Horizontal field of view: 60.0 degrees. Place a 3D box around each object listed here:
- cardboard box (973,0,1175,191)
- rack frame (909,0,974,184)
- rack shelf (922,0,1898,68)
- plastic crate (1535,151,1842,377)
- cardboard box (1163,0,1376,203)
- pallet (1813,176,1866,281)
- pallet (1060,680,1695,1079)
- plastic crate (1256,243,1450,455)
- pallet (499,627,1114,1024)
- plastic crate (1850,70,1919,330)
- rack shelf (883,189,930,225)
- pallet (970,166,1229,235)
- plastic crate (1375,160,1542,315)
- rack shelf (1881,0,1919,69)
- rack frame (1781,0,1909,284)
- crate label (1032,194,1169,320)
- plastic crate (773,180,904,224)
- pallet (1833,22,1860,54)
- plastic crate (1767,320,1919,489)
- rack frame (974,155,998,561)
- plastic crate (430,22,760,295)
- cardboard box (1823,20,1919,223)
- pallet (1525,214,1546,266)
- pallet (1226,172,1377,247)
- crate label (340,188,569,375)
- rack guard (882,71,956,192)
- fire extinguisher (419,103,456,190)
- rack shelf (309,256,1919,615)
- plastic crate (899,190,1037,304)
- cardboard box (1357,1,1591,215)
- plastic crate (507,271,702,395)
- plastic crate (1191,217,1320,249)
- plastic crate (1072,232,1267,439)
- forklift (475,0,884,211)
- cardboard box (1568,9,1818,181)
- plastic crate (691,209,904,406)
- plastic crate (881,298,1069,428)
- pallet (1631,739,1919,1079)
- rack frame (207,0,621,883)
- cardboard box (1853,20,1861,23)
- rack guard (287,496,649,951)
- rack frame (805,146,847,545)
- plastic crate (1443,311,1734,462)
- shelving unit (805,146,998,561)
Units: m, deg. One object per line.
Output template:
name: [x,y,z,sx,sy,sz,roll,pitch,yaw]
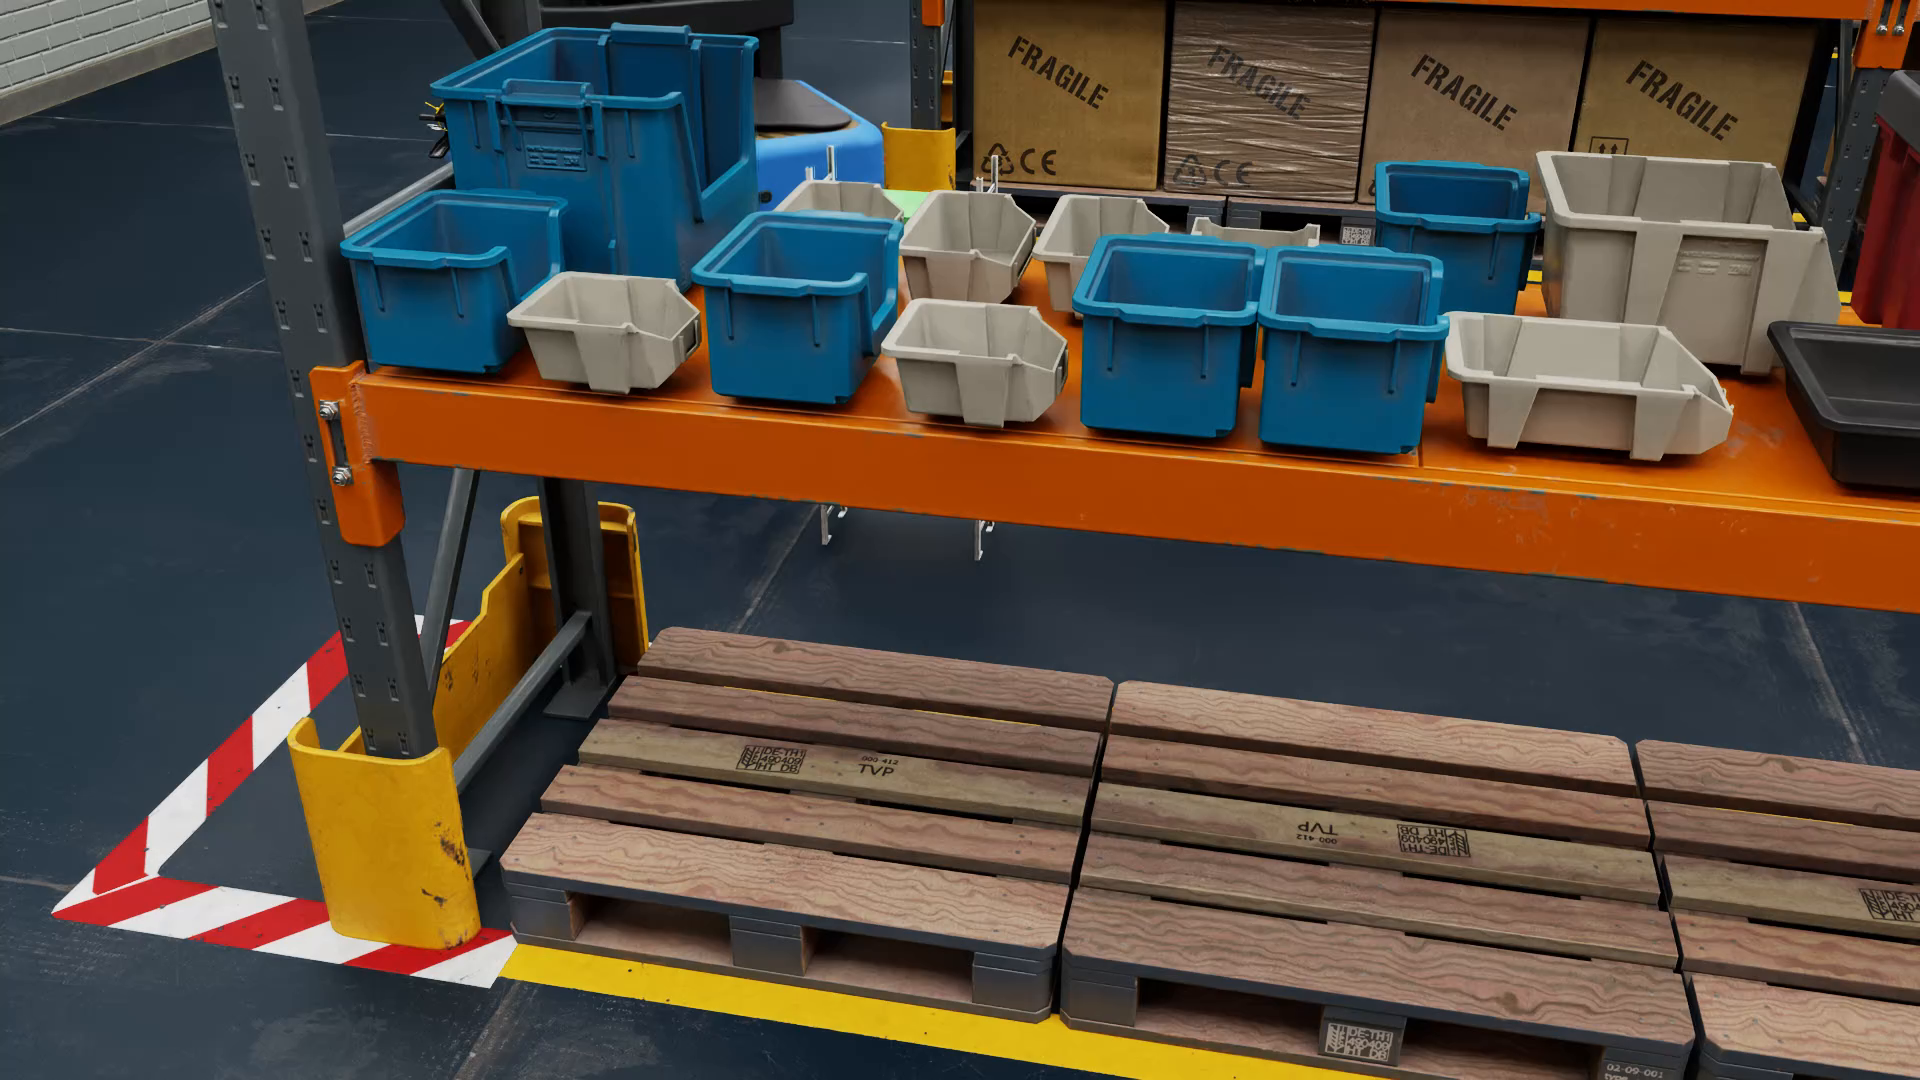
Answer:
cardboard box: [0.579,-2.263,8.035,0.875,0.875,0.875,6,29,11]
rack frame: [-0.063,-3.038,7.675,0.127,3.000,1.000,6,29,11]
rack shelf: [1.892,-2.521,7.481,4.000,0.370,1.077,6,29,11]
plastic crate: [1.359,-0.524,3.145,0.530,0.282,0.437,6,29,11]
cardboard box: [1.469,-2.172,7.869,0.875,0.875,0.875,6,29,11]
pallet: [4.619,-1.371,7.535,1.213,0.211,1.003,6,29,11]
pallet: [0.890,0.736,3.686,1.213,0.211,1.003,6,29,11]
plastic crate: [0.656,-0.323,2.828,0.300,0.233,0.416,6,29,11]
pallet: [-0.299,0.613,3.911,1.213,0.211,1.003,6,29,11]
plastic crate: [1.993,-0.572,3.042,0.583,0.464,0.402,6,29,11]
rack shelf: [-0.162,-0.908,4.792,0.480,0.148,0.258,6,29,11]
pallet: [0.735,-1.771,8.265,1.213,0.211,1.003,6,29,11]
plastic crate: [0.964,-0.579,3.296,0.300,0.233,0.416,6,29,11]
rack shelf: [5.804,-2.120,6.748,4.000,0.370,1.077,6,29,11]
rack frame: [3.848,-2.636,6.942,0.127,3.000,1.000,6,29,11]
crate label: [0.295,-0.573,3.385,0.243,0.136,0.396,6,29,11]
plastic crate: [-0.262,-0.625,3.481,0.243,0.136,0.396,6,29,11]
pallet: [5.745,-3.655,11.707,1.213,0.211,1.003,6,29,11]
plastic crate: [1.663,-0.202,2.720,0.590,0.125,0.437,6,29,11]
rack frame: [0.077,-0.518,4.948,0.015,1.200,0.240,6,29,11]
plastic crate: [-0.731,-0.807,3.502,0.499,0.435,0.616,6,29,11]
cardboard box: [4.478,-1.834,7.251,0.875,0.875,1.225,6,29,11]
pallet: [3.121,-1.526,7.818,1.213,0.211,1.003,6,29,11]
pallet: [1.924,-1.648,8.040,1.213,0.211,1.003,6,29,11]
crate label: [-0.925,-0.485,3.124,0.303,0.233,0.416,6,29,11]
rack guard: [-0.087,-1.944,8.279,0.348,0.500,1.175,6,29,11]
fire extinguisher: [-1.150,-0.743,3.952,0.183,0.674,0.296,6,29,11]
rack shelf: [0.858,-0.195,3.232,4.000,0.370,1.077,6,29,11]
plastic crate: [0.018,-0.590,3.415,0.243,0.136,0.396,6,29,11]
cardboard box: [2.339,-2.083,7.706,0.875,0.875,0.875,6,29,11]
plastic crate: [-0.629,-0.372,3.018,0.298,0.136,0.250,6,29,11]
plastic crate: [0.589,-0.552,3.347,0.250,0.136,0.298,6,29,11]
plastic crate: [0.363,-0.353,2.883,0.300,0.233,0.416,6,29,11]
forklift: [-1.323,-2.250,6.307,1.130,2.935,3.031,-13,31,-22]
cardboard box: [3.220,-1.992,7.541,0.875,0.875,0.875,6,29,11]
plastic crate: [-0.281,-0.419,3.004,0.300,0.233,0.416,6,29,11]
plastic crate: [0.035,-0.304,2.893,0.298,0.136,0.250,6,29,11]
pallet: [2.087,0.857,3.464,1.213,0.211,1.003,6,29,11]
rack frame: [-1.098,-0.711,3.426,0.127,3.000,1.000,6,29,11]
cardboard box: [6.168,-3.792,11.219,0.500,0.500,0.500,7,30,13]
rack guard: [-1.124,0.389,4.020,0.348,0.500,1.175,6,29,11]
rack frame: [-0.401,-0.567,5.037,0.015,1.200,0.240,6,29,11]
plastic crate: [1.048,-0.254,2.803,0.466,0.136,0.293,6,29,11]
shelving unit: [-0.162,-0.543,4.992,0.503,1.200,0.258,6,29,11]
